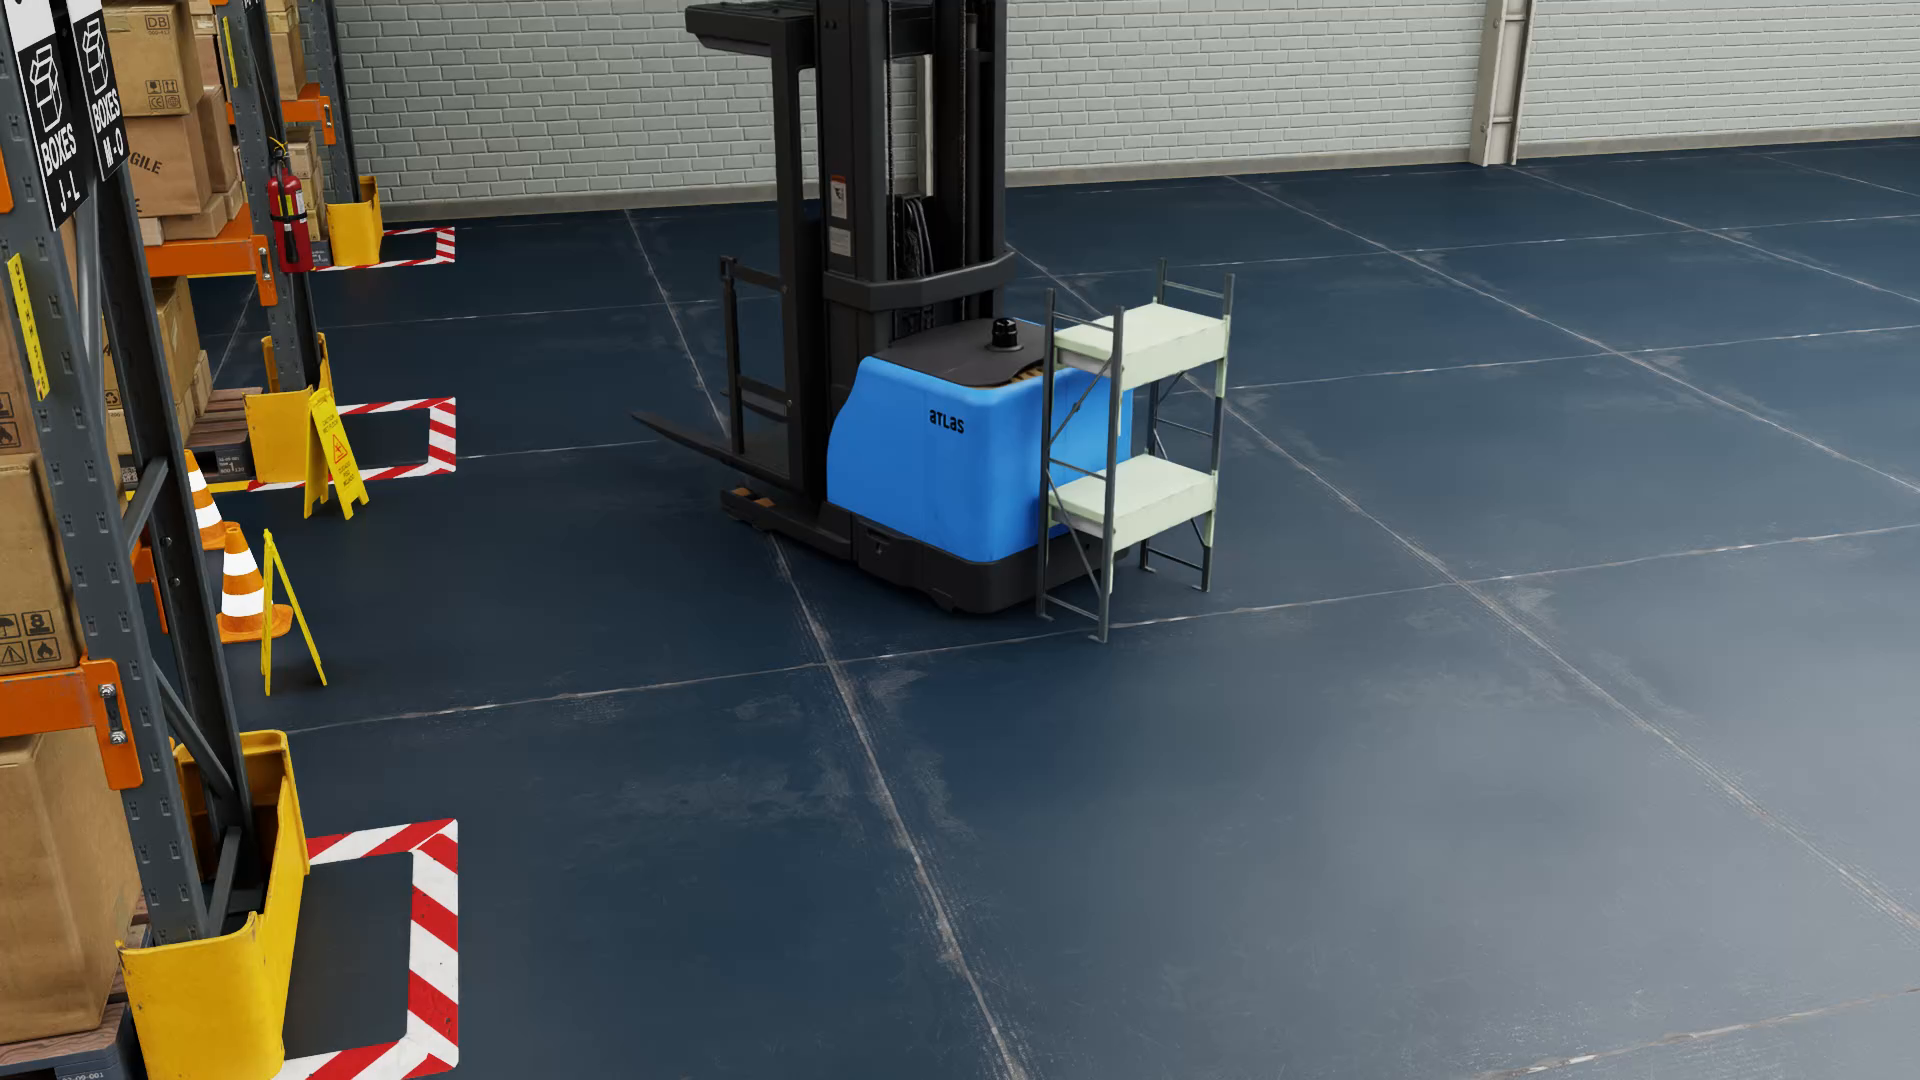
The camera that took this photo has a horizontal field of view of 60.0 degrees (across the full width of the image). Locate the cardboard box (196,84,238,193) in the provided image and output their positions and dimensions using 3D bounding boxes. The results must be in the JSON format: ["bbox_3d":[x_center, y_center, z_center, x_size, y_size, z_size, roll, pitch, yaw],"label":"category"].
[{"bbox_3d":[-4.231,-2.159,8.973,0.500,0.500,0.500,-7,24,-15],"label":"cardboard box"}]

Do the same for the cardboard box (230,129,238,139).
[{"bbox_3d":[-6.039,-3.161,13.498,0.500,0.250,0.500,-6,24,-14],"label":"cardboard box"}]

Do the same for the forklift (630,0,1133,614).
[{"bbox_3d":[-0.572,-1.514,8.061,1.130,2.935,3.031,-21,31,-39],"label":"forklift"}]

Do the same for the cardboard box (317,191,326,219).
[{"bbox_3d":[-5.570,-2.757,13.825,0.500,0.250,0.500,-6,24,-14],"label":"cardboard box"}]

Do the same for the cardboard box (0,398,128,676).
[{"bbox_3d":[-2.611,-0.065,4.407,0.550,0.550,0.875,-6,24,-14],"label":"cardboard box"}]

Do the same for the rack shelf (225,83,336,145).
[{"bbox_3d":[-6.970,-3.262,12.960,4.000,0.370,1.077,-6,24,-14],"label":"rack shelf"}]

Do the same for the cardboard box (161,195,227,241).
[{"bbox_3d":[-4.002,-1.685,8.691,0.250,0.149,0.380,-5,24,-13],"label":"cardboard box"}]

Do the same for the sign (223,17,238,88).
[{"bbox_3d":[-3.569,-2.386,8.137,0.005,0.325,0.100,-6,24,-14],"label":"sign"}]

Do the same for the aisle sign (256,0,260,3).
[{"bbox_3d":[-3.724,-3.240,8.701,0.004,0.787,0.394,-6,24,-14],"label":"aisle sign"}]

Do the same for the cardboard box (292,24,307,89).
[{"bbox_3d":[-5.597,-3.904,13.418,0.500,0.500,0.500,-6,24,-13],"label":"cardboard box"}]

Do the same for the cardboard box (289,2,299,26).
[{"bbox_3d":[-5.441,-4.212,13.313,0.250,0.149,0.380,-7,24,-16],"label":"cardboard box"}]

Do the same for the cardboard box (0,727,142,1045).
[{"bbox_3d":[-2.901,0.828,4.679,0.875,0.875,0.875,-6,24,-14],"label":"cardboard box"}]

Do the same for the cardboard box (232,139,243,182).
[{"bbox_3d":[-5.894,-2.970,13.055,0.500,0.250,0.500,-6,24,-13],"label":"cardboard box"}]

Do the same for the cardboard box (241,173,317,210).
[{"bbox_3d":[-5.429,-2.794,13.278,0.500,0.250,0.500,-7,24,-15],"label":"cardboard box"}]

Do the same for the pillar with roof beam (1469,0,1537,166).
[{"bbox_3d":[6.758,-6.474,11.926,0.400,9.000,9.100,-6,24,-14],"label":"pillar with roof beam"}]

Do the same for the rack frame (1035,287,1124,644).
[{"bbox_3d":[0.496,-0.296,7.029,0.400,1.500,0.023,22,32,40],"label":"rack frame"}]

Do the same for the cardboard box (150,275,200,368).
[{"bbox_3d":[-4.574,-1.212,9.274,0.500,0.500,0.500,-7,24,-16],"label":"cardboard box"}]

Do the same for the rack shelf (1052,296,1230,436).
[{"bbox_3d":[0.758,-0.755,7.109,0.431,0.370,0.720,22,32,40],"label":"rack shelf"}]

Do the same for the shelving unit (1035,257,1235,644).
[{"bbox_3d":[0.754,-0.398,7.267,0.431,1.500,0.755,22,32,40],"label":"shelving unit"}]

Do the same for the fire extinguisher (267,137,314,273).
[{"bbox_3d":[-3.465,-1.723,8.560,0.183,0.674,0.296,-6,24,-14],"label":"fire extinguisher"}]

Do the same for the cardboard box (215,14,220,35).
[{"bbox_3d":[-5.541,-3.968,12.744,0.250,0.149,0.380,-6,24,-14],"label":"cardboard box"}]

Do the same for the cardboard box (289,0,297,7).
[{"bbox_3d":[-5.426,-4.332,13.214,0.250,0.149,0.380,-7,24,-15],"label":"cardboard box"}]

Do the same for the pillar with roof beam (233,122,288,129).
[{"bbox_3d":[-4.795,-5.196,8.948,0.400,9.000,9.100,-6,24,-14],"label":"pillar with roof beam"}]

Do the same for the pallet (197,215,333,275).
[{"bbox_3d":[-5.770,-2.427,13.638,1.213,0.211,1.003,-6,24,-14],"label":"pallet"}]

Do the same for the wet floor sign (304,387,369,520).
[{"bbox_3d":[-3.228,-0.454,8.489,0.232,0.644,0.267,2,23,4],"label":"wet floor sign"}]

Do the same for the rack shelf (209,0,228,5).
[{"bbox_3d":[-5.626,-2.756,7.978,4.000,0.370,1.077,-6,24,-14],"label":"rack shelf"}]

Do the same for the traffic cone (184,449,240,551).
[{"bbox_3d":[-3.766,-0.220,8.176,0.334,0.463,0.336,-6,24,-14],"label":"traffic cone"}]

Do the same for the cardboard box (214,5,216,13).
[{"bbox_3d":[-5.562,-4.130,12.745,0.250,0.149,0.380,-6,24,-14],"label":"cardboard box"}]

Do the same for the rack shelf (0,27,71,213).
[{"bbox_3d":[-4.191,-0.888,3.623,4.000,0.370,1.077,-6,24,-14],"label":"rack shelf"}]

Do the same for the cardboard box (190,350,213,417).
[{"bbox_3d":[-4.551,-0.870,9.428,0.500,0.250,0.500,-7,24,-15],"label":"cardboard box"}]

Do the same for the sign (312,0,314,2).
[{"bbox_3d":[-4.911,-4.239,12.556,0.005,0.325,0.100,-6,24,-14],"label":"sign"}]

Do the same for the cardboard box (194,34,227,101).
[{"bbox_3d":[-5.949,-3.648,12.820,0.500,0.500,0.500,-6,24,-13],"label":"cardboard box"}]

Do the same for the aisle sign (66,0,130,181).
[{"bbox_3d":[-2.278,-1.369,4.340,0.004,0.787,0.394,-6,24,-14],"label":"aisle sign"}]

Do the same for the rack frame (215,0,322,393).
[{"bbox_3d":[-3.700,-1.921,8.924,0.127,3.000,1.000,-6,24,-14],"label":"rack frame"}]

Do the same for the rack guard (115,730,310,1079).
[{"bbox_3d":[-2.243,1.093,5.068,0.348,0.500,1.175,-6,24,-14],"label":"rack guard"}]
